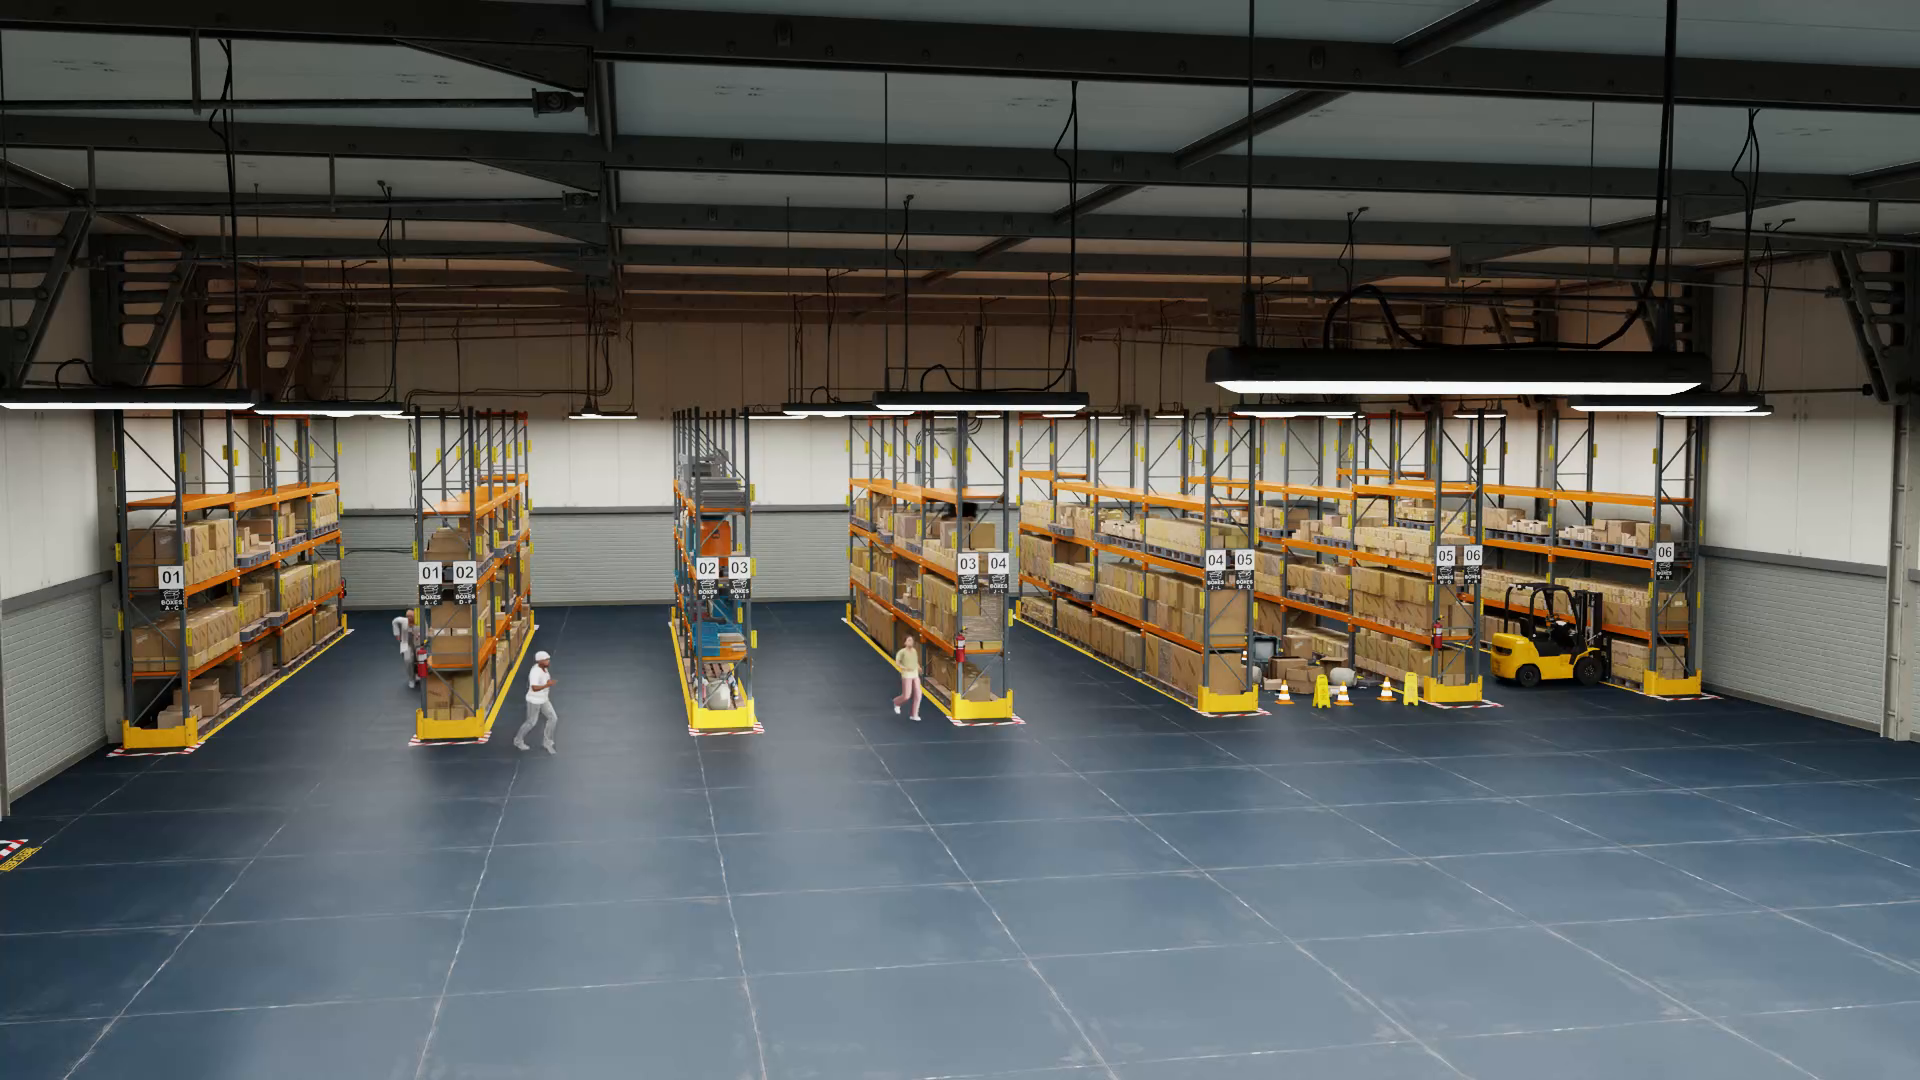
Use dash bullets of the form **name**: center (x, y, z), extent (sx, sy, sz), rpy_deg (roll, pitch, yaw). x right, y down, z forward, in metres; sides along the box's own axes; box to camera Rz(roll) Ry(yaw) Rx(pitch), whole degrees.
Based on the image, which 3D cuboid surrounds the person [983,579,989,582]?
- **person**: center (0.754, 1.538, 47.531), extent (0.560, 1.610, 0.573), rpy_deg (-1, 4, -14)

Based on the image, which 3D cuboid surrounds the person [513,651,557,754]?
- **person**: center (-7.307, 2.826, 28.650), extent (0.861, 1.833, 0.674), rpy_deg (1, 4, 13)

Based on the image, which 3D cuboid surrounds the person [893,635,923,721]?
- **person**: center (-0.989, 2.634, 31.991), extent (0.586, 1.633, 0.753), rpy_deg (-3, 5, -37)

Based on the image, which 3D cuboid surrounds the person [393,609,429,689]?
- **person**: center (-11.915, 2.337, 36.142), extent (0.752, 1.744, 1.047), rpy_deg (-1, 4, -13)
